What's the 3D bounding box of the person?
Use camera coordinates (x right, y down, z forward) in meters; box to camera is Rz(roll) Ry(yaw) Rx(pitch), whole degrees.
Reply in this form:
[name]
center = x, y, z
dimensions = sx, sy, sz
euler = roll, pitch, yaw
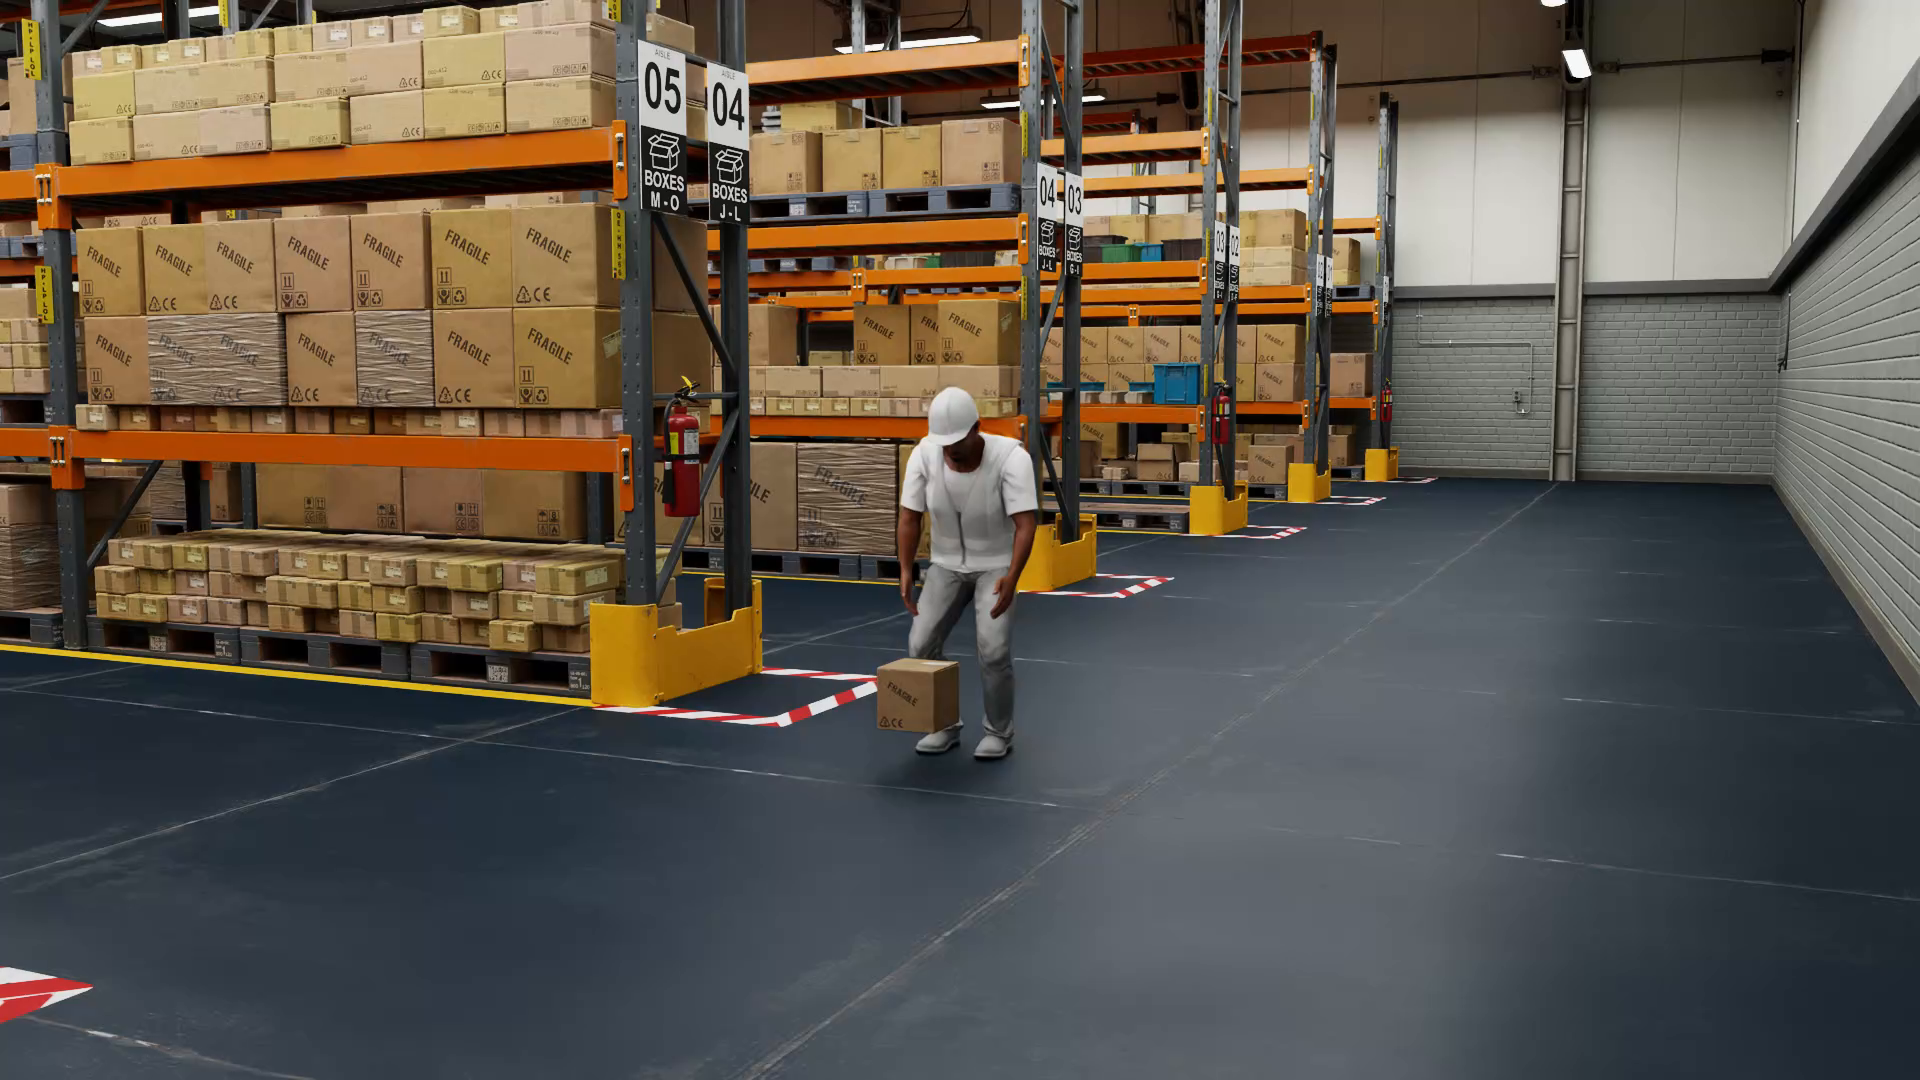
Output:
[person]
center = 0.046, 0.139, 7.052
dimensions = 0.622, 1.563, 0.644
euler = 2, 6, 24
